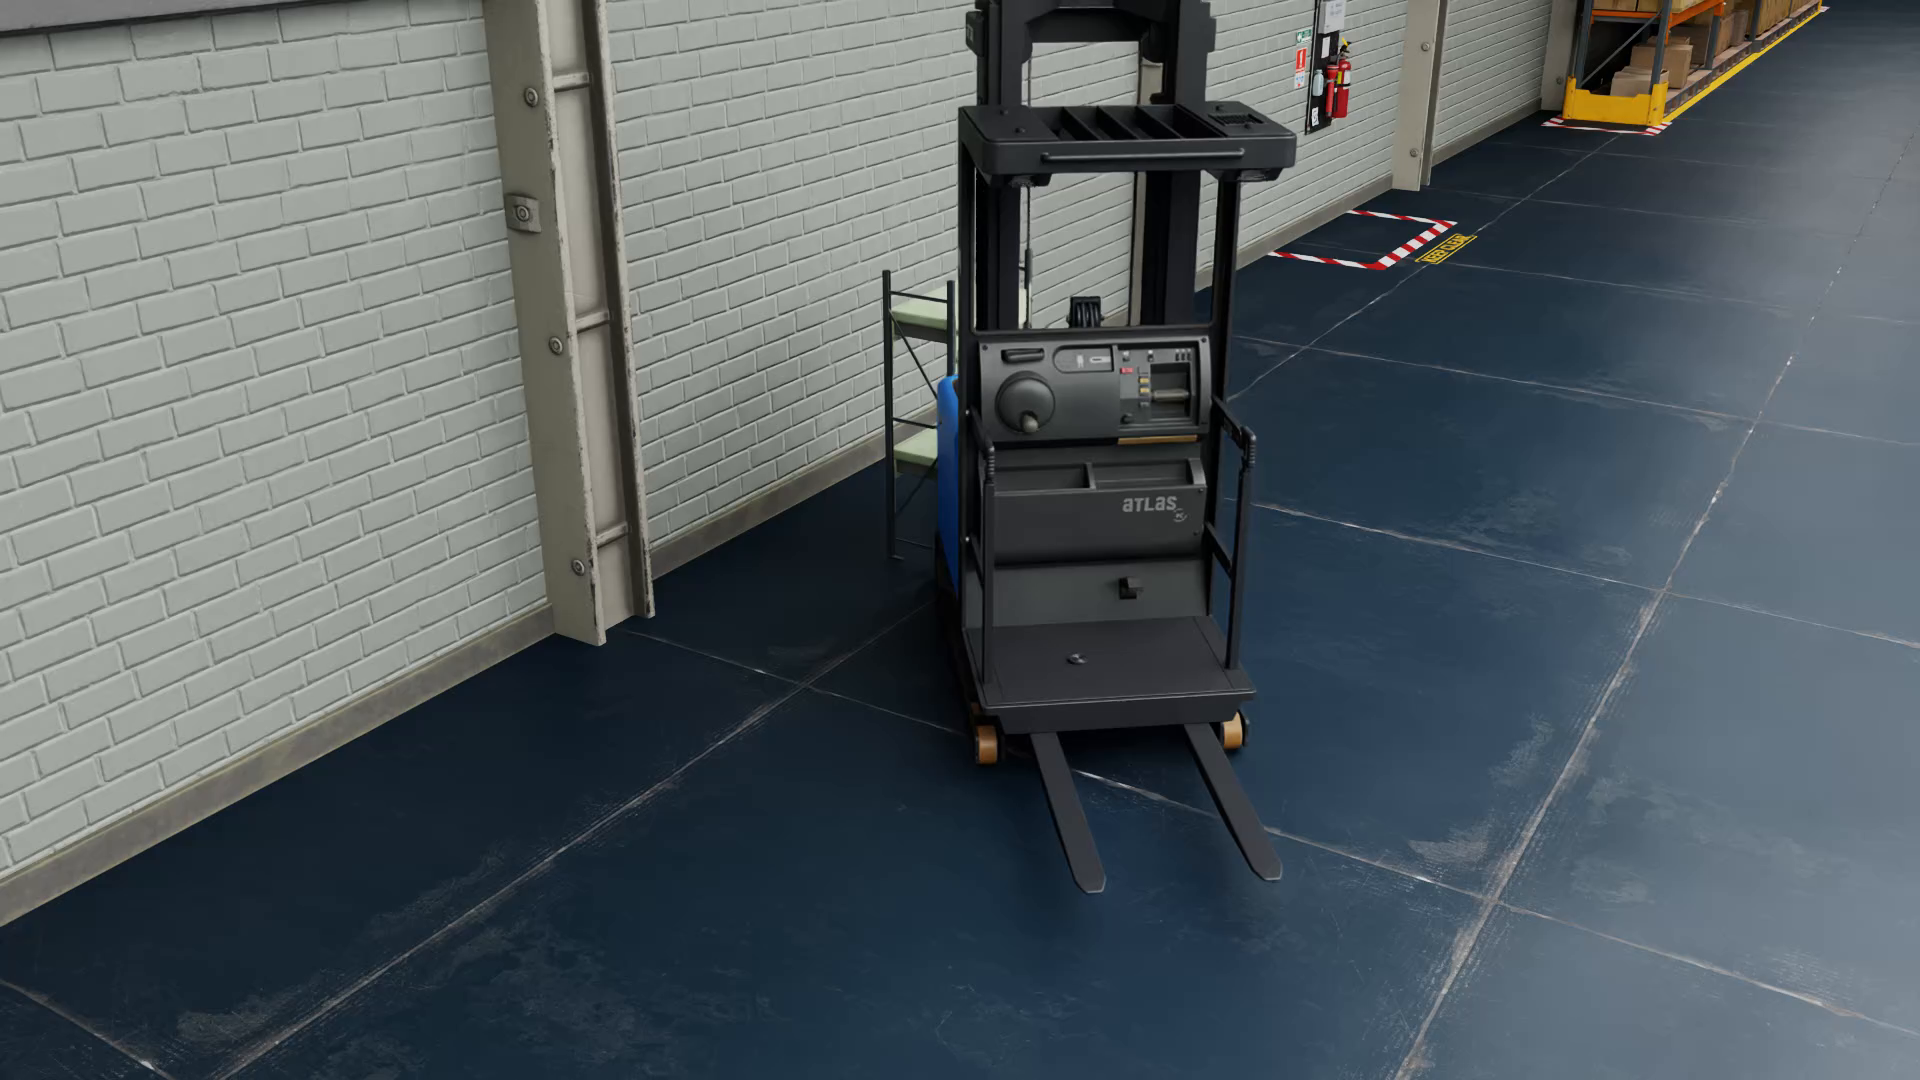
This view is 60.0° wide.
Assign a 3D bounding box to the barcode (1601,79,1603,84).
[{"bbox_3d":[8.288,-5.922,21.474,0.001,0.075,0.075,14,27,29],"label":"barcode"}]

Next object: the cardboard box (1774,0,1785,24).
[{"bbox_3d":[13.808,-9.355,28.760,0.750,0.750,0.750,15,27,31],"label":"cardboard box"}]

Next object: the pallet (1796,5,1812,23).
[{"bbox_3d":[15.617,-10.070,31.745,1.003,0.211,1.213,14,27,29],"label":"pallet"}]

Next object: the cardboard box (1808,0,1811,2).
[{"bbox_3d":[16.333,-10.834,32.618,0.700,0.500,0.500,14,27,29],"label":"cardboard box"}]

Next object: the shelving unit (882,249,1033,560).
[{"bbox_3d":[-0.004,-0.687,8.448,0.431,1.500,0.755,14,27,29],"label":"shelving unit"}]

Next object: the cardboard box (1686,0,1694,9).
[{"bbox_3d":[8.966,-6.862,20.989,0.500,0.250,0.500,13,27,27],"label":"cardboard box"}]

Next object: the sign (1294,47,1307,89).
[{"bbox_3d":[2.931,-4.063,14.315,0.001,0.329,0.234,14,27,29],"label":"sign"}]

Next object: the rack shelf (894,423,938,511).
[{"bbox_3d":[-0.004,-0.388,8.578,0.431,0.370,0.720,14,27,29],"label":"rack shelf"}]

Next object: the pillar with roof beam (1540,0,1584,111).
[{"bbox_3d":[11.469,-8.914,18.014,9.100,9.000,0.400,14,27,29],"label":"pillar with roof beam"}]

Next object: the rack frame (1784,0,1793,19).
[{"bbox_3d":[14.507,-10.696,29.681,1.000,3.000,0.127,14,27,29],"label":"rack frame"}]

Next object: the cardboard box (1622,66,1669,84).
[{"bbox_3d":[8.919,-6.021,21.712,0.500,0.311,0.500,16,28,33],"label":"cardboard box"}]

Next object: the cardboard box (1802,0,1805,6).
[{"bbox_3d":[15.804,-10.495,31.836,0.700,0.500,0.500,13,27,27],"label":"cardboard box"}]

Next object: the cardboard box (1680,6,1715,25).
[{"bbox_3d":[10.891,-7.796,24.631,0.500,0.250,0.500,13,27,28],"label":"cardboard box"}]

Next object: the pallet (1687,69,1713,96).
[{"bbox_3d":[9.963,-6.482,23.457,1.003,0.211,1.213,14,27,29],"label":"pallet"}]

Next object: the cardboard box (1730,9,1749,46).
[{"bbox_3d":[12.062,-8.146,26.385,0.700,0.500,0.500,14,27,30],"label":"cardboard box"}]

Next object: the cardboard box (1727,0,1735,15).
[{"bbox_3d":[11.708,-8.311,25.822,0.500,0.250,0.500,14,27,30],"label":"cardboard box"}]

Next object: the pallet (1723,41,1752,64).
[{"bbox_3d":[11.984,-7.802,26.508,1.003,0.211,1.213,14,27,29],"label":"pallet"}]

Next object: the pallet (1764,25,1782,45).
[{"bbox_3d":[13.521,-8.726,28.642,1.003,0.211,1.213,14,27,29],"label":"pallet"}]

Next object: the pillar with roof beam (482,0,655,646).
[{"bbox_3d":[1.974,-2.839,3.980,9.100,9.000,0.400,14,27,29],"label":"pillar with roof beam"}]

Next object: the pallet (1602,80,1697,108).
[{"bbox_3d":[9.320,-6.068,22.502,1.003,0.211,1.213,14,27,29],"label":"pallet"}]

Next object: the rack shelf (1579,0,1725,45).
[{"bbox_3d":[9.232,-6.990,22.027,1.077,0.370,4.000,14,27,29],"label":"rack shelf"}]

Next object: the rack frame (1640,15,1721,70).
[{"bbox_3d":[10.287,-7.996,23.444,1.000,3.000,0.127,14,27,29],"label":"rack frame"}]

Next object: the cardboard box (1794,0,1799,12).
[{"bbox_3d":[15.256,-10.141,31.017,0.700,0.500,0.500,14,27,28],"label":"cardboard box"}]

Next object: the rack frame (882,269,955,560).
[{"bbox_3d":[-0.197,-0.563,8.163,0.400,1.500,0.023,14,27,29],"label":"rack frame"}]

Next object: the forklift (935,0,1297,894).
[{"bbox_3d":[0.566,-0.587,6.417,1.130,2.935,3.031,-3,24,-6],"label":"forklift"}]

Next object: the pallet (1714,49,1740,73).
[{"bbox_3d":[11.339,-7.392,25.560,1.003,0.211,1.213,14,27,29],"label":"pallet"}]

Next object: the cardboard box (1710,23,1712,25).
[{"bbox_3d":[10.891,-7.487,24.862,0.700,0.500,0.500,13,27,28],"label":"cardboard box"}]

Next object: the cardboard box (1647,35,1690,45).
[{"bbox_3d":[9.774,-6.692,23.024,0.500,0.500,0.500,12,26,25],"label":"cardboard box"}]

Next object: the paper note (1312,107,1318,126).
[{"bbox_3d":[3.159,-3.762,14.774,0.016,0.148,0.142,14,27,29],"label":"paper note"}]

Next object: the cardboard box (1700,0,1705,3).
[{"bbox_3d":[9.508,-7.203,21.777,0.500,0.250,0.500,14,27,29],"label":"cardboard box"}]

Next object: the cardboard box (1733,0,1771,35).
[{"bbox_3d":[12.896,-8.772,27.416,0.750,0.750,0.750,13,27,28],"label":"cardboard box"}]

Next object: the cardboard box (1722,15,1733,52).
[{"bbox_3d":[11.453,-7.823,25.638,0.700,0.500,0.500,14,27,29],"label":"cardboard box"}]

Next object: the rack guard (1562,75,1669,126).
[{"bbox_3d":[8.217,-5.524,20.881,1.175,0.500,0.348,14,27,29],"label":"rack guard"}]
